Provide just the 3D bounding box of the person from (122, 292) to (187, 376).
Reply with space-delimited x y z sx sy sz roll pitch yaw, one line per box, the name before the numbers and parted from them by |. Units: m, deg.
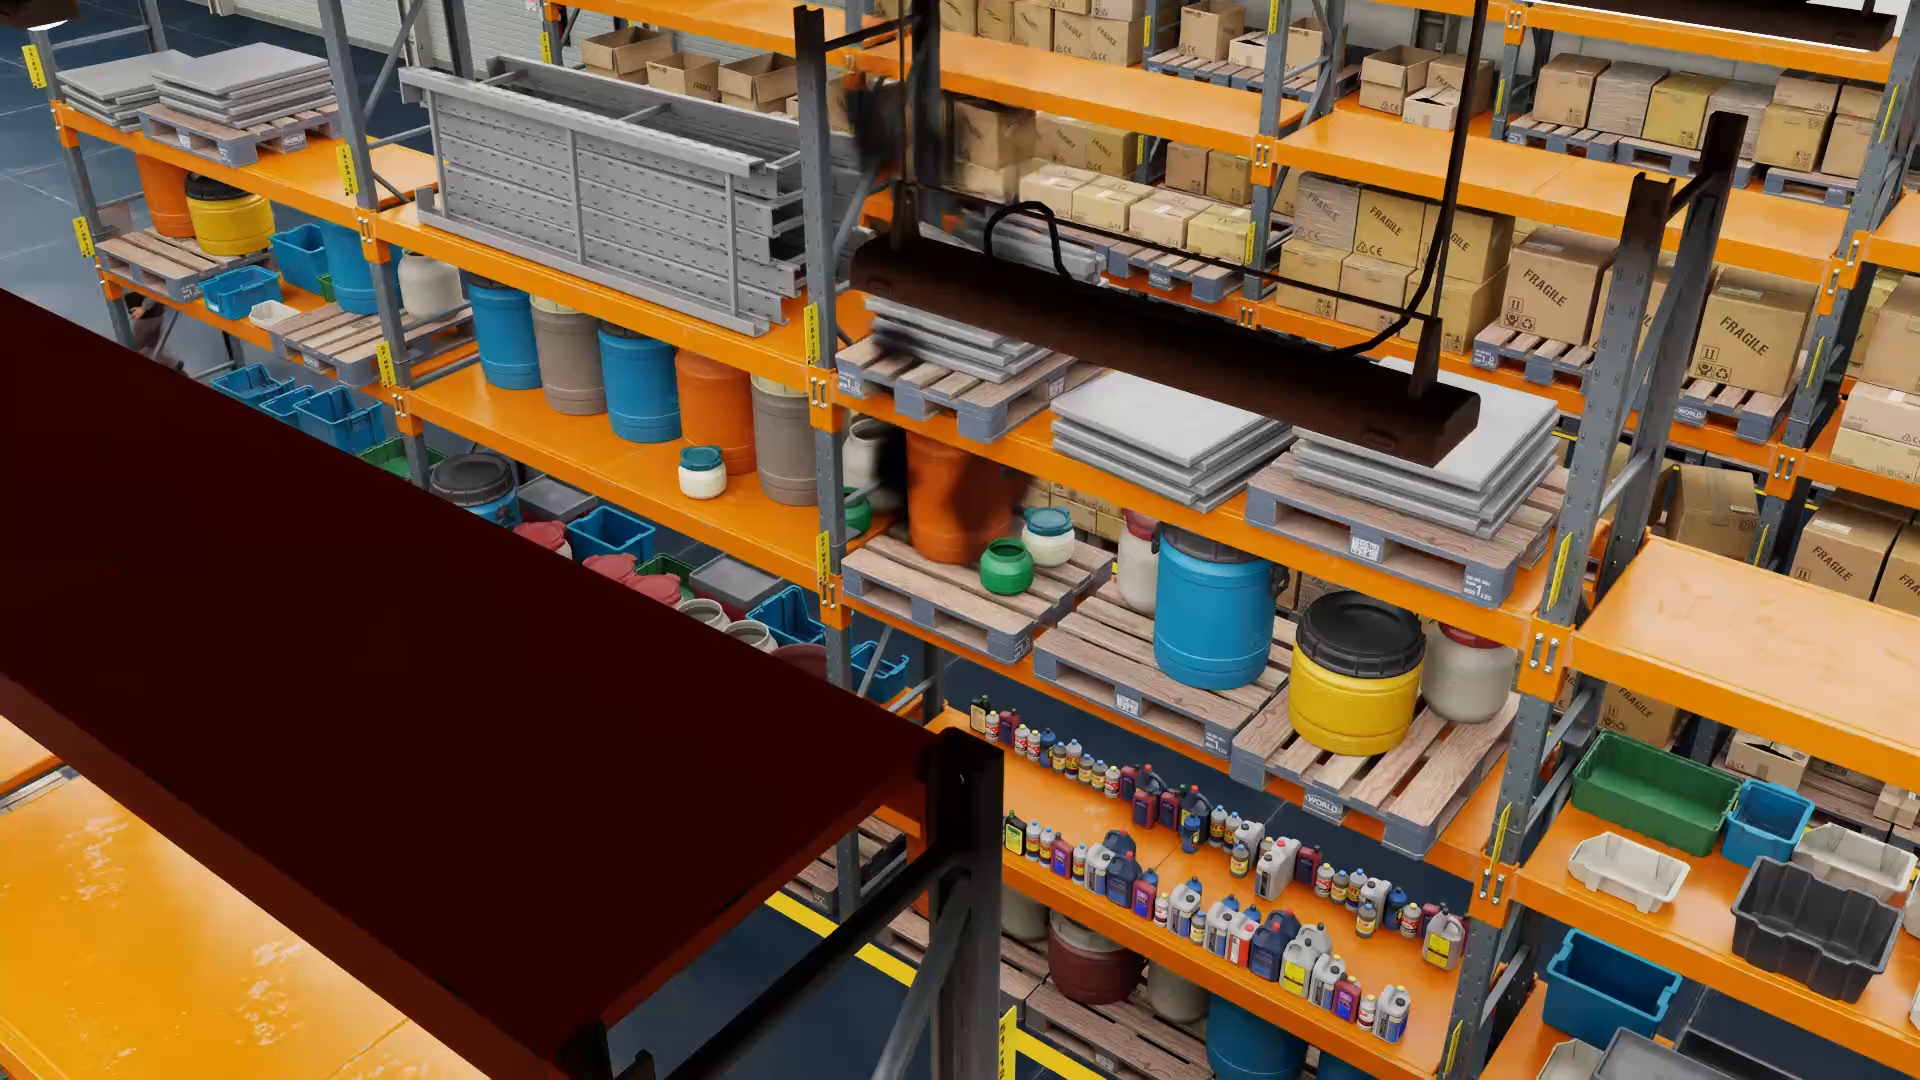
person | -8.643 -2.383 17.552 0.564 1.676 0.635 -14 34 -21
